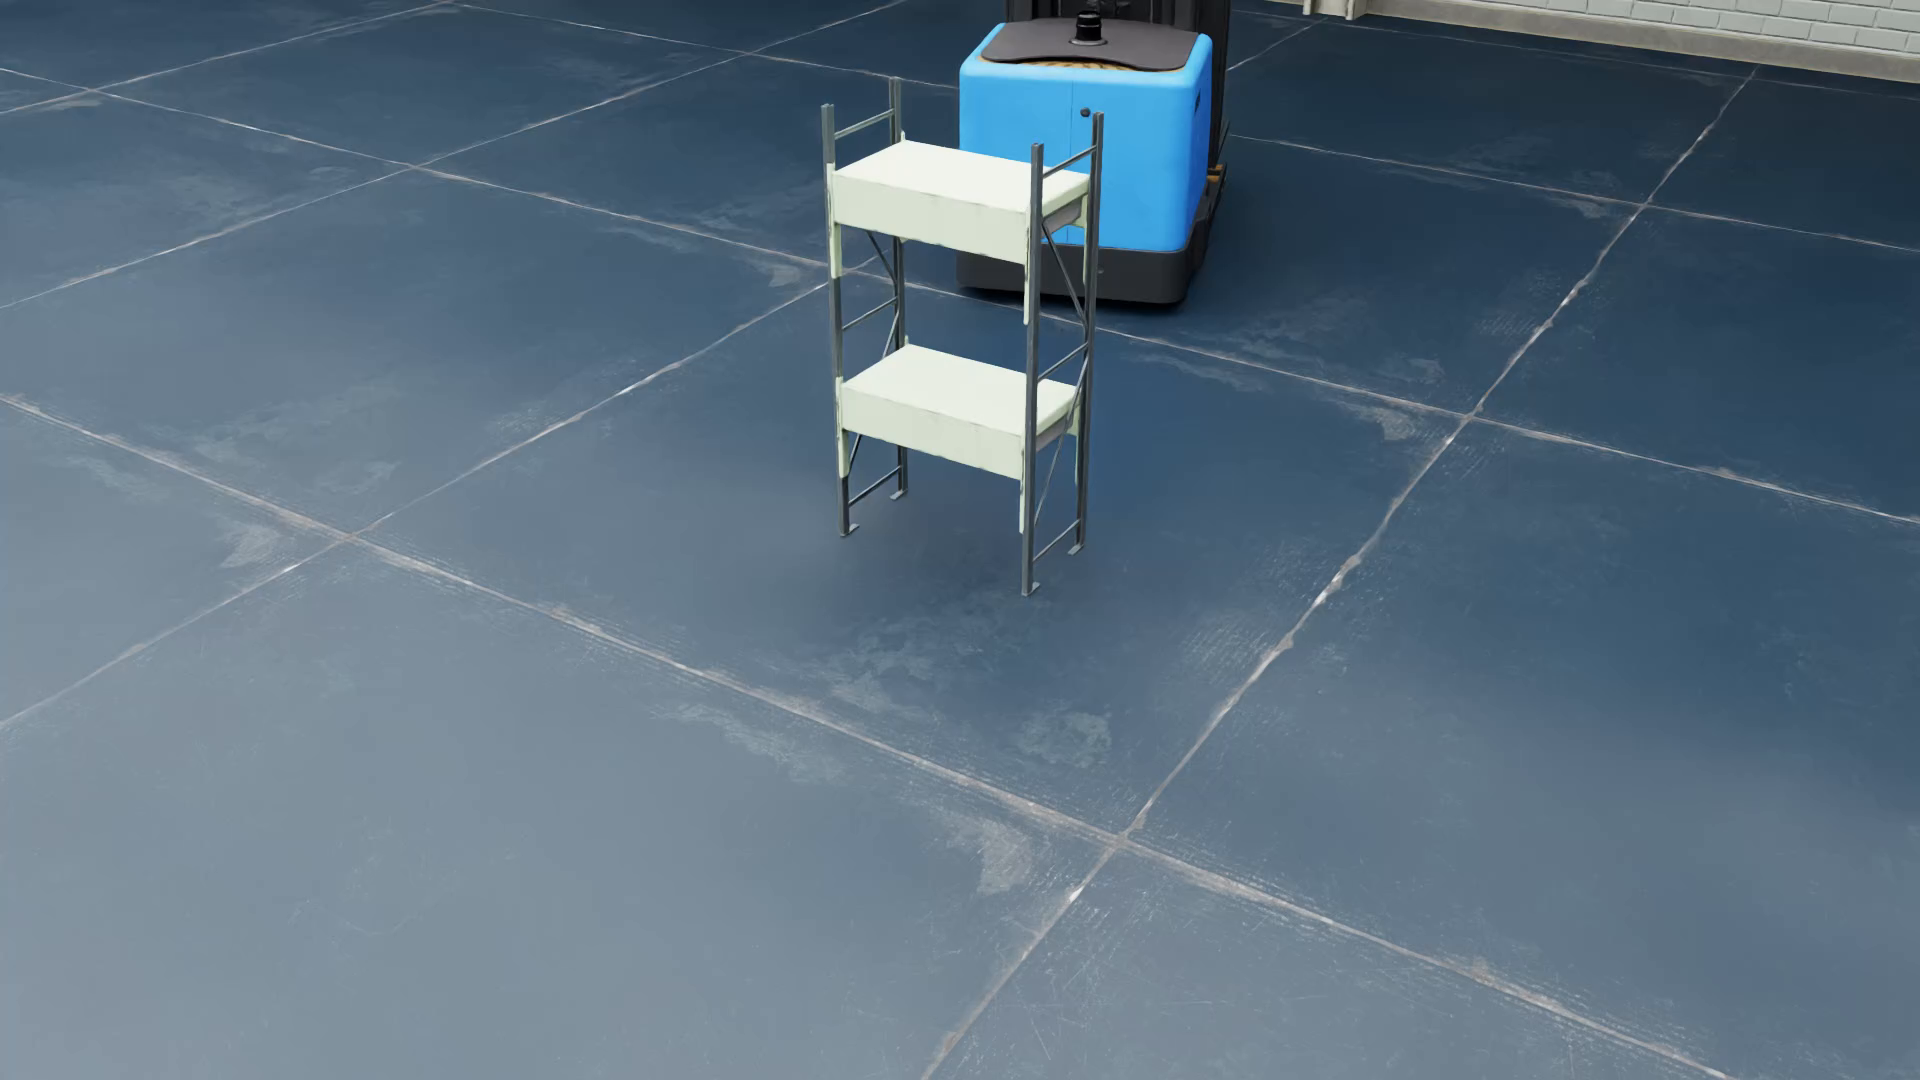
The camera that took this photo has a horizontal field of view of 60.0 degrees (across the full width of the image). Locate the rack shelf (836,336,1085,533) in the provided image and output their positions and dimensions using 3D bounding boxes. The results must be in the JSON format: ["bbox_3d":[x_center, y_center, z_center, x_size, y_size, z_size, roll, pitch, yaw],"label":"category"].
[{"bbox_3d":[0.006,-0.364,5.533,0.720,0.370,0.431,18,35,27],"label":"rack shelf"}]

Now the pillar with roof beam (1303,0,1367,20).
[{"bbox_3d":[0.548,-6.038,7.170,0.400,9.000,9.100,18,35,27],"label":"pillar with roof beam"}]

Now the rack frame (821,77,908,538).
[{"bbox_3d":[-0.304,-0.744,5.537,0.023,1.500,0.400,18,35,27],"label":"rack frame"}]

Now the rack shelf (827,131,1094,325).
[{"bbox_3d":[0.006,-0.983,5.172,0.720,0.370,0.431,18,35,27],"label":"rack shelf"}]

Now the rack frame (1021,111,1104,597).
[{"bbox_3d":[0.316,-0.548,5.201,0.023,1.500,0.400,18,35,27],"label":"rack frame"}]

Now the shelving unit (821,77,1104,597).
[{"bbox_3d":[0.006,-0.646,5.369,0.755,1.500,0.431,18,35,27],"label":"shelving unit"}]

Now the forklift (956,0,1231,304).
[{"bbox_3d":[0.814,-3.049,8.068,1.130,2.935,3.031,7,31,11],"label":"forklift"}]
